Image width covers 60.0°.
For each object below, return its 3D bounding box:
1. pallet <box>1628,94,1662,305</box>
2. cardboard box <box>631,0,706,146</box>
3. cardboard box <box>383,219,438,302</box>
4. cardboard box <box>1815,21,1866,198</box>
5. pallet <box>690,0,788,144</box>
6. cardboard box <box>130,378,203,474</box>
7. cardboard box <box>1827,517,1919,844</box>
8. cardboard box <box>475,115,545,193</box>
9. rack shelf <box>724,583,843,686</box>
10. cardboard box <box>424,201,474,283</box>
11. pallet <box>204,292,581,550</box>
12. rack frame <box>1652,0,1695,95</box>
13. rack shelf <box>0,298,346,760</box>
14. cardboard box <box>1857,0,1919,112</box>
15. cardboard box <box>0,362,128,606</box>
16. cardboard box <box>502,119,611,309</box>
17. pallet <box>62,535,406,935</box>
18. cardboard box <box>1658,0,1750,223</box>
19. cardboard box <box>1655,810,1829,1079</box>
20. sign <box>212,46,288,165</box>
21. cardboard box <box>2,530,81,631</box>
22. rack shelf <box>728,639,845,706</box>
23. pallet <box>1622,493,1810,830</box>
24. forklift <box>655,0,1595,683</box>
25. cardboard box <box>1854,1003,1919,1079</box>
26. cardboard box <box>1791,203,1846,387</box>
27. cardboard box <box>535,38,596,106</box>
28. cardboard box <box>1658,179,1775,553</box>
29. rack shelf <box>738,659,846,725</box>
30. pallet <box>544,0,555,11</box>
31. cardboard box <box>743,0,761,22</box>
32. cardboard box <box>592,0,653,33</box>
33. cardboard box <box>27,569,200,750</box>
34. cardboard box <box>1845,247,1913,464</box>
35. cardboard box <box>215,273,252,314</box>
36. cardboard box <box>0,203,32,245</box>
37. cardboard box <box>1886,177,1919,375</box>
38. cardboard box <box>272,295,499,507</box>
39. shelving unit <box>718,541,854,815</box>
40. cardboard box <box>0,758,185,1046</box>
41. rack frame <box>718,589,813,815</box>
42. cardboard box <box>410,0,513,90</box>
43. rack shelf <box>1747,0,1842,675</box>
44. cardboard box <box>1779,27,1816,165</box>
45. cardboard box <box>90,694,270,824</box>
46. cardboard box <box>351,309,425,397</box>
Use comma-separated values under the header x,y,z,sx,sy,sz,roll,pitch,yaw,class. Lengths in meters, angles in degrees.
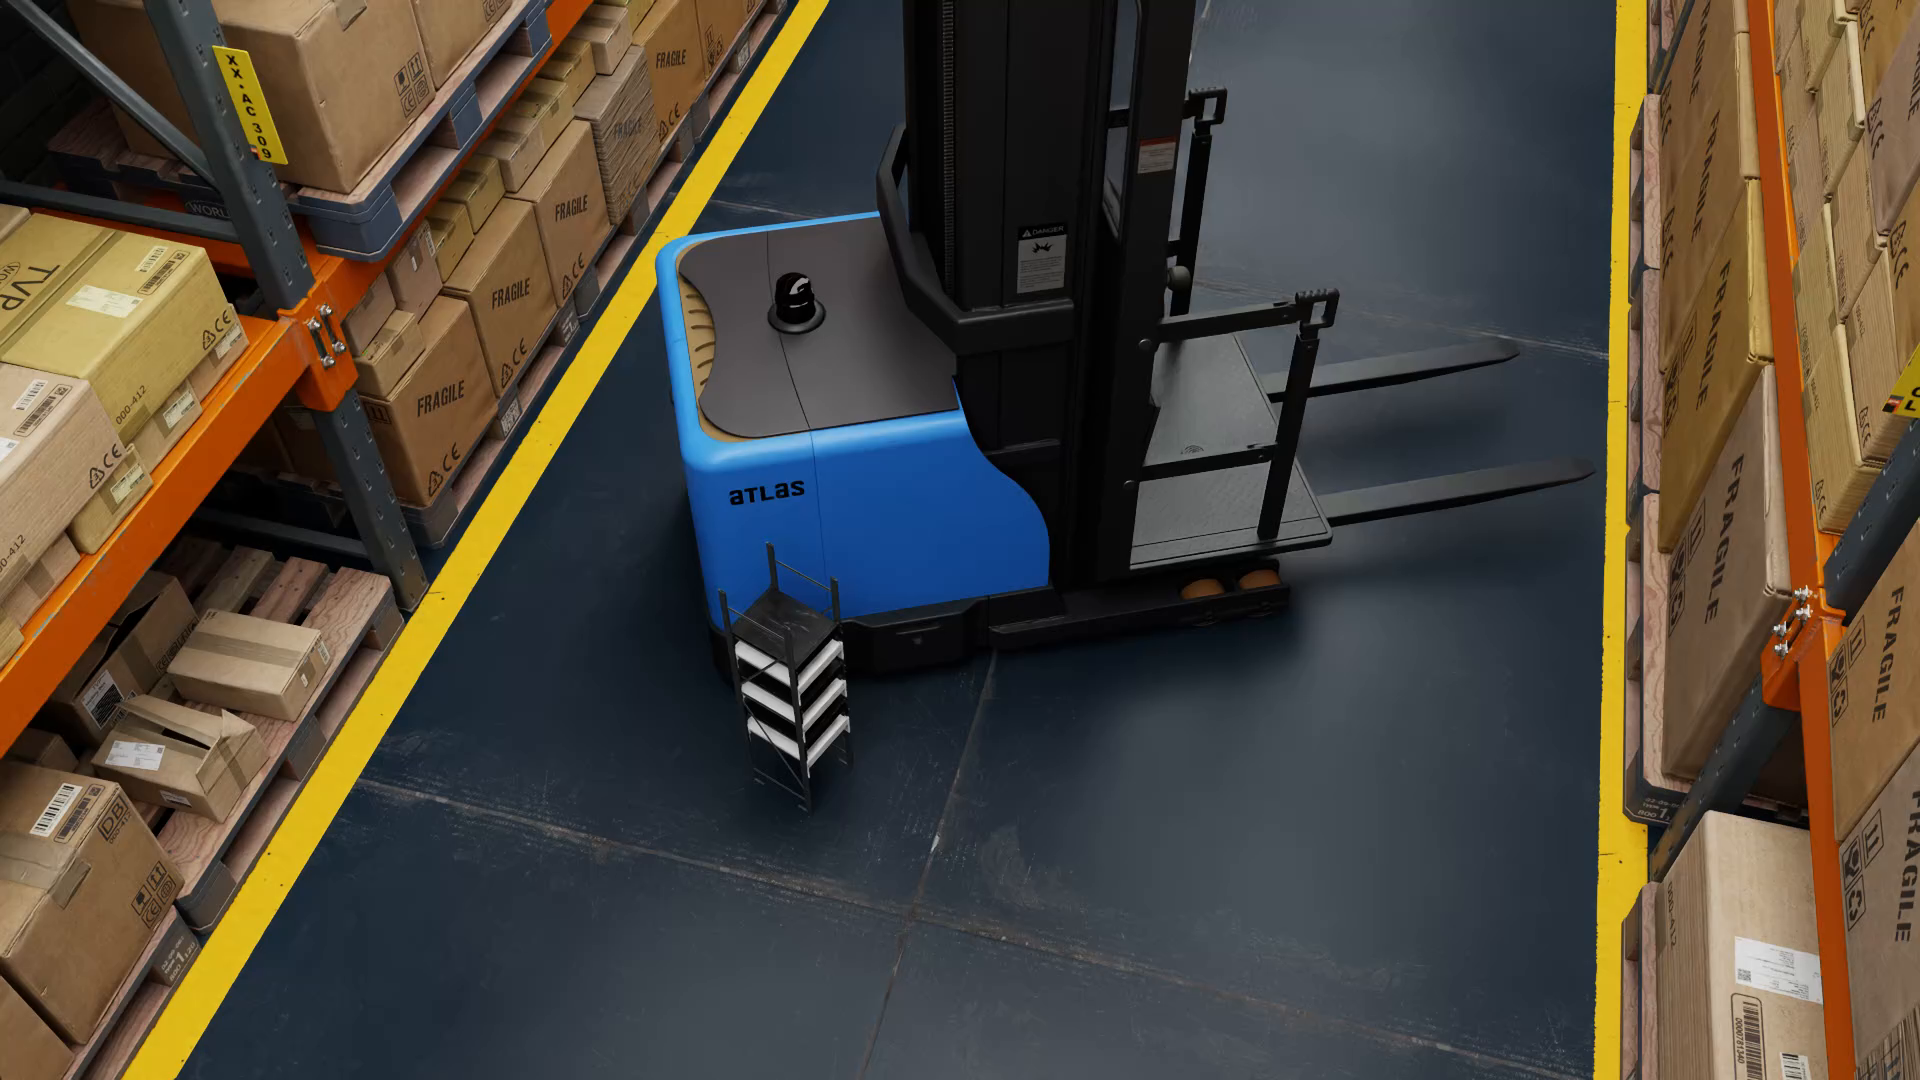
x,y,z,sx,sy,sz,roll,pitch,yaw,class
3.278,-1.327,6.780,1.003,0.211,1.213,12,50,10,pallet
-1.413,-2.006,6.907,0.500,0.500,0.500,14,50,12,cardboard box
-1.911,-0.918,5.315,0.380,0.149,0.250,9,49,8,cardboard box
2.642,-1.133,4.516,0.500,0.250,0.500,13,50,11,cardboard box
-1.465,-2.326,7.663,1.003,0.211,1.213,12,50,10,pallet
-2.172,-0.332,4.210,0.380,0.149,0.250,13,50,11,cardboard box
2.129,0.343,3.380,0.500,0.500,0.500,13,50,11,cardboard box
-1.718,-1.400,5.939,0.380,0.149,0.250,11,50,10,cardboard box
-0.487,0.261,4.604,0.258,0.077,0.200,27,54,22,rack shelf
-1.879,-1.025,5.609,0.380,0.149,0.250,9,49,8,cardboard box
-2.107,-0.562,6.105,1.003,0.211,1.213,12,50,10,pallet
3.558,-2.805,6.225,1.000,3.000,0.127,12,50,10,rack frame
-2.811,0.796,3.526,1.077,0.370,4.000,12,50,10,rack shelf
2.662,-1.387,4.240,0.500,0.500,0.500,13,50,11,cardboard box
-2.301,-0.156,3.788,0.500,0.250,0.500,12,50,10,cardboard box
-1.674,-1.253,6.242,0.500,0.500,0.500,10,49,9,cardboard box
-2.466,0.531,5.141,1.003,0.211,1.213,12,50,10,pallet
3.296,-1.758,6.438,0.875,0.875,0.875,11,50,10,cardboard box
2.236,1.230,4.092,0.875,0.438,0.875,11,49,9,cardboard box
-1.759,-1.073,4.119,0.100,0.325,0.005,12,50,10,sign
-2.313,0.045,3.877,0.380,0.149,0.250,13,50,11,cardboard box
-0.487,0.320,4.672,0.258,0.077,0.200,27,54,22,rack shelf
2.635,0.438,5.223,1.003,0.211,1.213,12,50,10,pallet
0.614,-1.067,4.736,3.031,2.935,1.130,-9,49,-8,forklift
1.856,1.065,2.743,0.500,0.500,0.500,12,50,10,cardboard box
2.515,-0.604,4.383,0.500,0.250,0.500,11,49,10,cardboard box
-1.607,-1.780,6.275,0.380,0.149,0.250,12,50,10,cardboard box
2.821,-0.467,5.298,0.875,0.875,0.875,13,50,11,cardboard box
-0.487,0.380,4.739,0.258,0.077,0.200,27,54,22,rack shelf
-1.739,-2.311,5.917,1.003,0.211,1.213,12,50,10,pallet
-1.136,-2.745,7.559,0.500,0.500,0.500,13,50,11,cardboard box
-1.450,-2.153,6.604,0.380,0.149,0.250,11,49,9,cardboard box
-2.686,0.293,5.004,0.500,0.311,0.500,13,50,11,cardboard box
2.387,-0.394,3.864,0.500,0.250,0.500,12,50,10,cardboard box
-2.466,-0.738,5.355,0.380,0.149,0.250,10,49,9,cardboard box
-2.675,-0.632,4.209,0.500,0.250,0.500,11,50,10,cardboard box
2.380,-0.648,3.588,0.500,0.500,0.500,13,50,11,cardboard box
-1.940,-0.506,5.583,0.500,0.500,0.500,14,50,12,cardboard box
-0.487,0.417,4.782,0.258,0.900,0.210,27,54,22,shelving unit
-2.549,0.908,4.335,0.700,0.500,0.500,10,49,9,cardboard box
-0.544,0.480,4.726,0.240,0.900,0.006,27,54,22,rack frame
-1.805,-1.741,4.939,0.700,0.500,0.500,12,50,10,cardboard box
3.032,-1.120,5.218,1.077,0.370,4.000,12,50,10,rack shelf
2.798,-1.340,5.032,0.500,0.250,0.500,12,50,10,cardboard box
-2.242,0.596,4.766,0.396,0.266,0.258,13,50,11,cardboard box
-1.933,-0.622,5.253,0.380,0.149,0.250,14,50,12,cardboard box
